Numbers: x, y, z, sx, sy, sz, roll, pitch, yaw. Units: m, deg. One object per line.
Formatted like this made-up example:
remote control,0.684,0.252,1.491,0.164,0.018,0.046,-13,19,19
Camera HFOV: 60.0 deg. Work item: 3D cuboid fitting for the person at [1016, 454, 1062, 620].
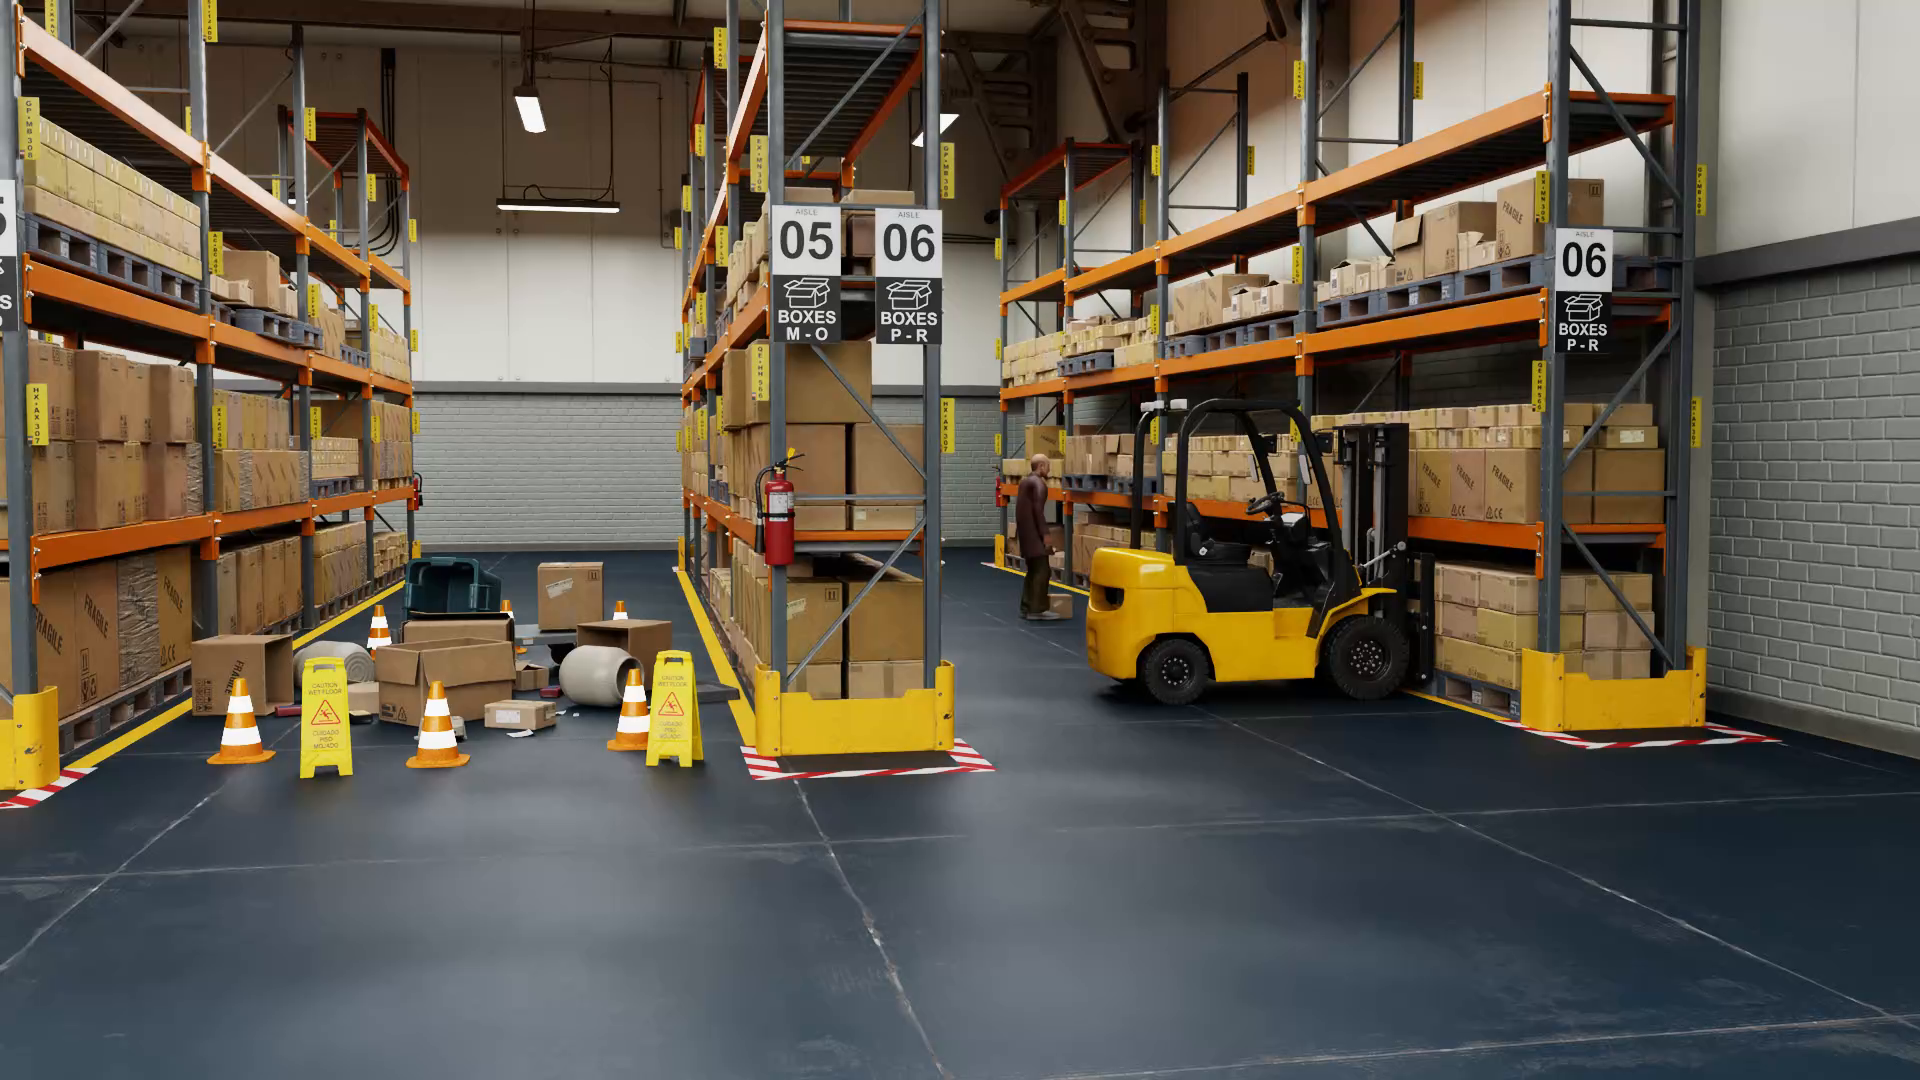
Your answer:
person,0.822,-0.040,17.904,0.427,1.773,0.631,-1,3,-14
